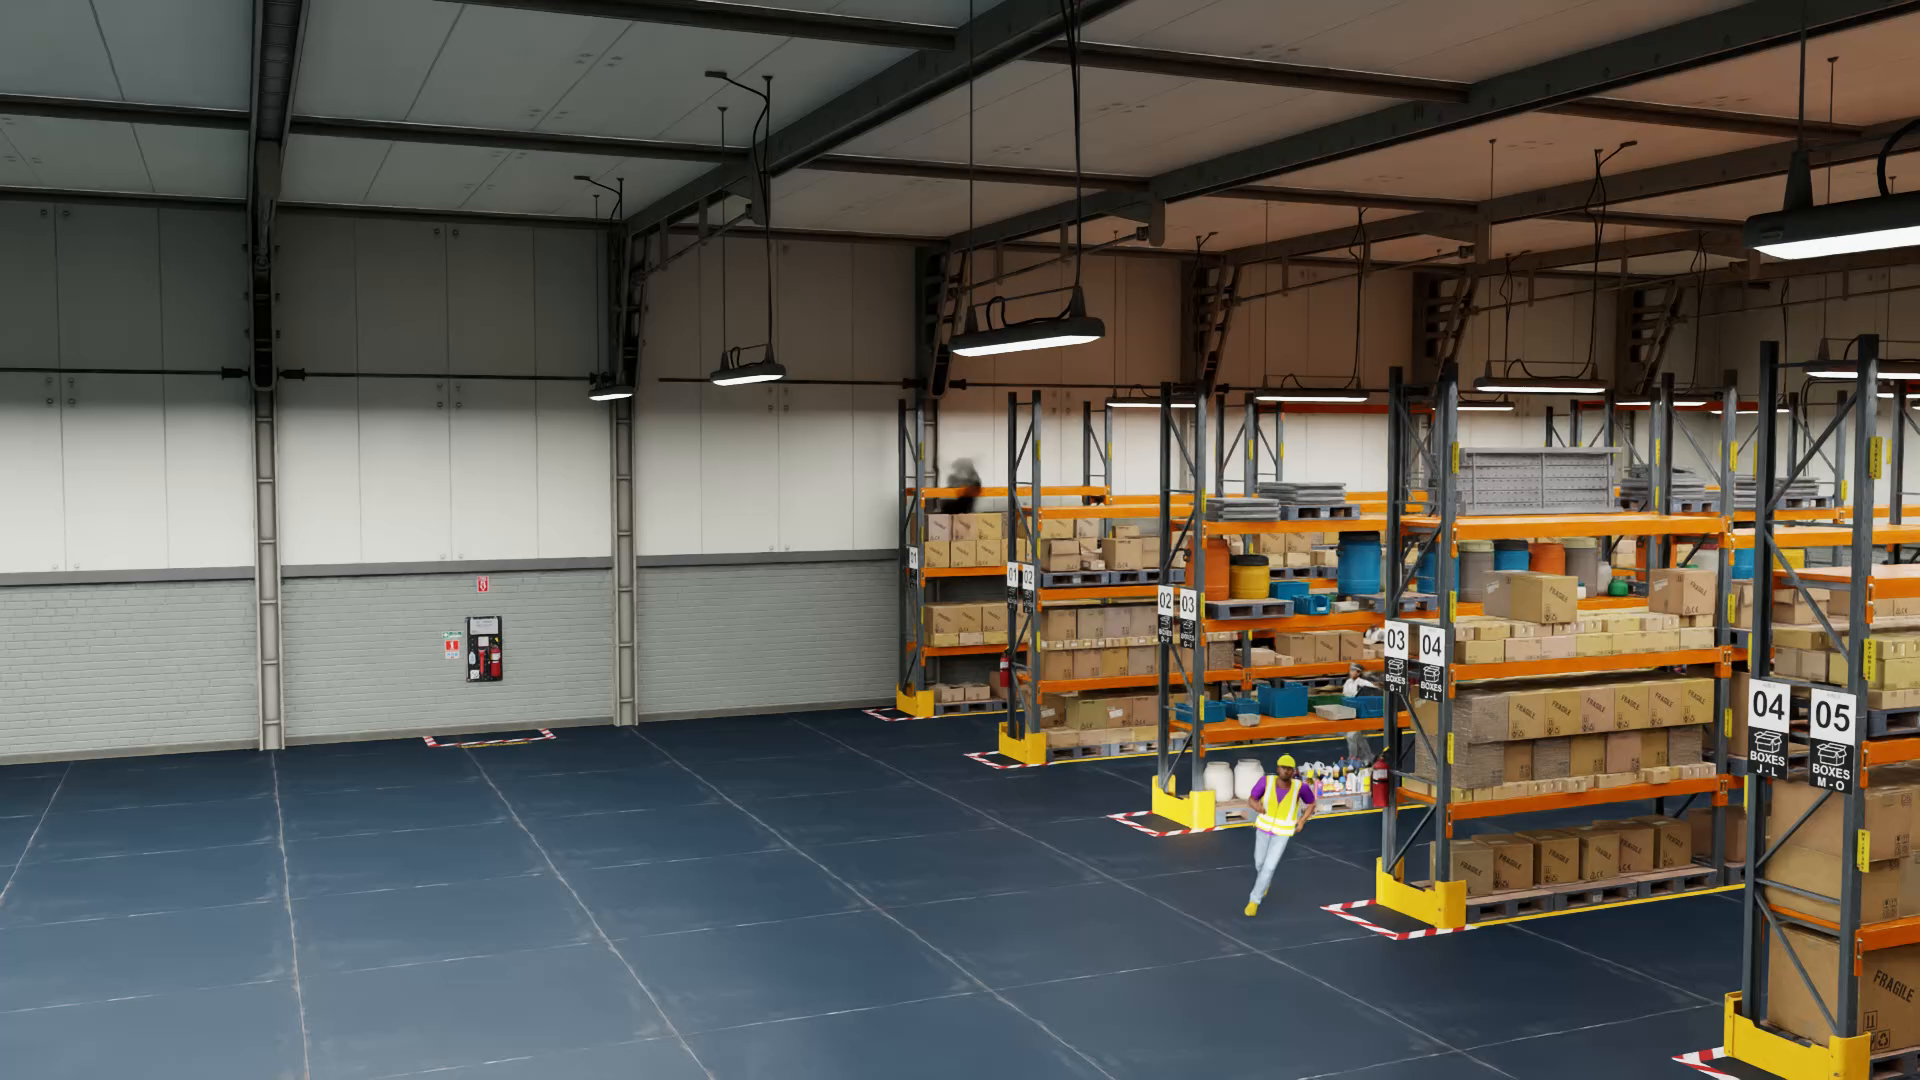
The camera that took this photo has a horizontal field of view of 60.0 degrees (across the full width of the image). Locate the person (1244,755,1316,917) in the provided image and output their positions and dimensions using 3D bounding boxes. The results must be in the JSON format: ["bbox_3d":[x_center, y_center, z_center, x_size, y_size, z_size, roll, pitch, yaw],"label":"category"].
[{"bbox_3d":[3.527,3.221,18.349,0.707,1.737,0.936,2,4,26],"label":"person"}]

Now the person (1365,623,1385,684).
[{"bbox_3d":[8.248,2.344,33.251,0.592,1.732,0.645,-2,4,-27],"label":"person"}]

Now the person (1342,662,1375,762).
[{"bbox_3d":[6.278,2.792,26.309,0.751,1.746,0.594,-2,4,-27],"label":"person"}]
